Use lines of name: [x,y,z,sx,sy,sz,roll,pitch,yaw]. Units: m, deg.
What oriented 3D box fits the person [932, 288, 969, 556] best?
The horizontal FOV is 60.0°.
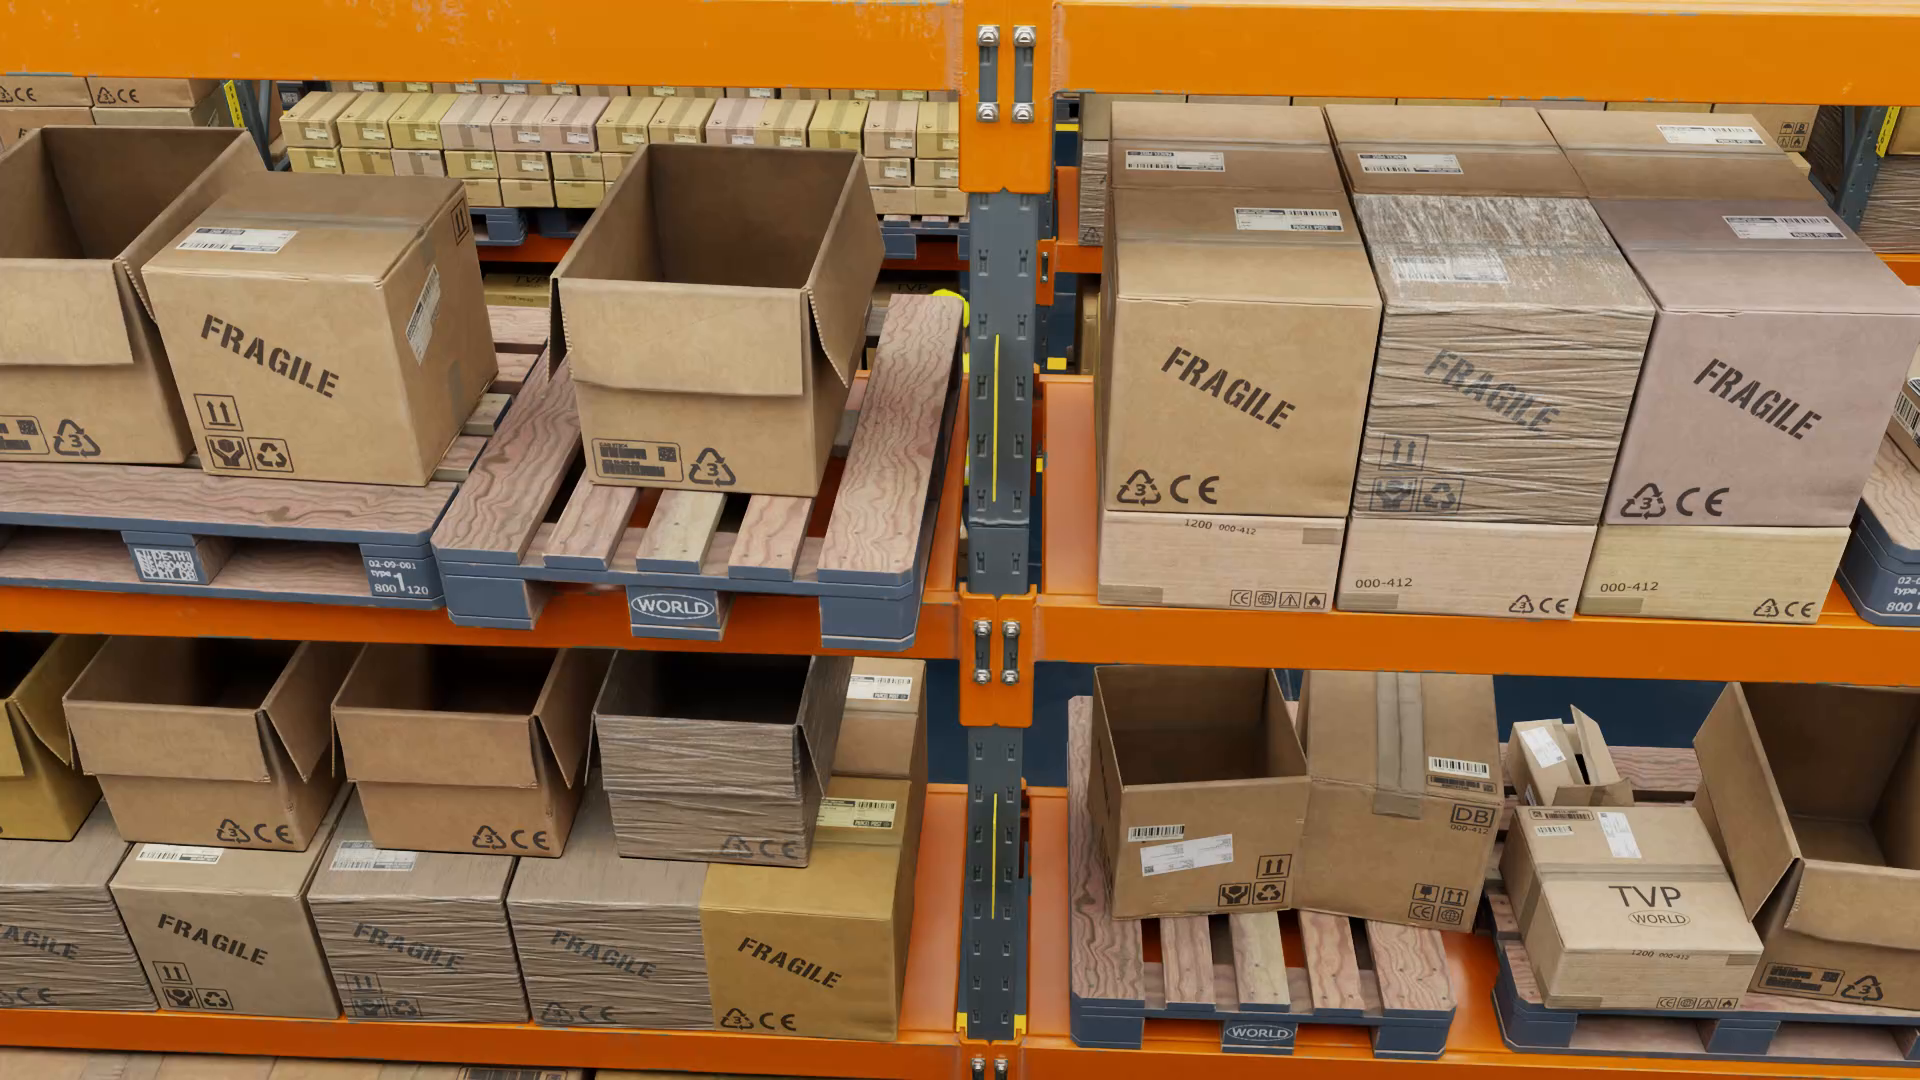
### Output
person: [-0.018,-0.333,7.578,0.608,1.761,0.606,1,35,2]
